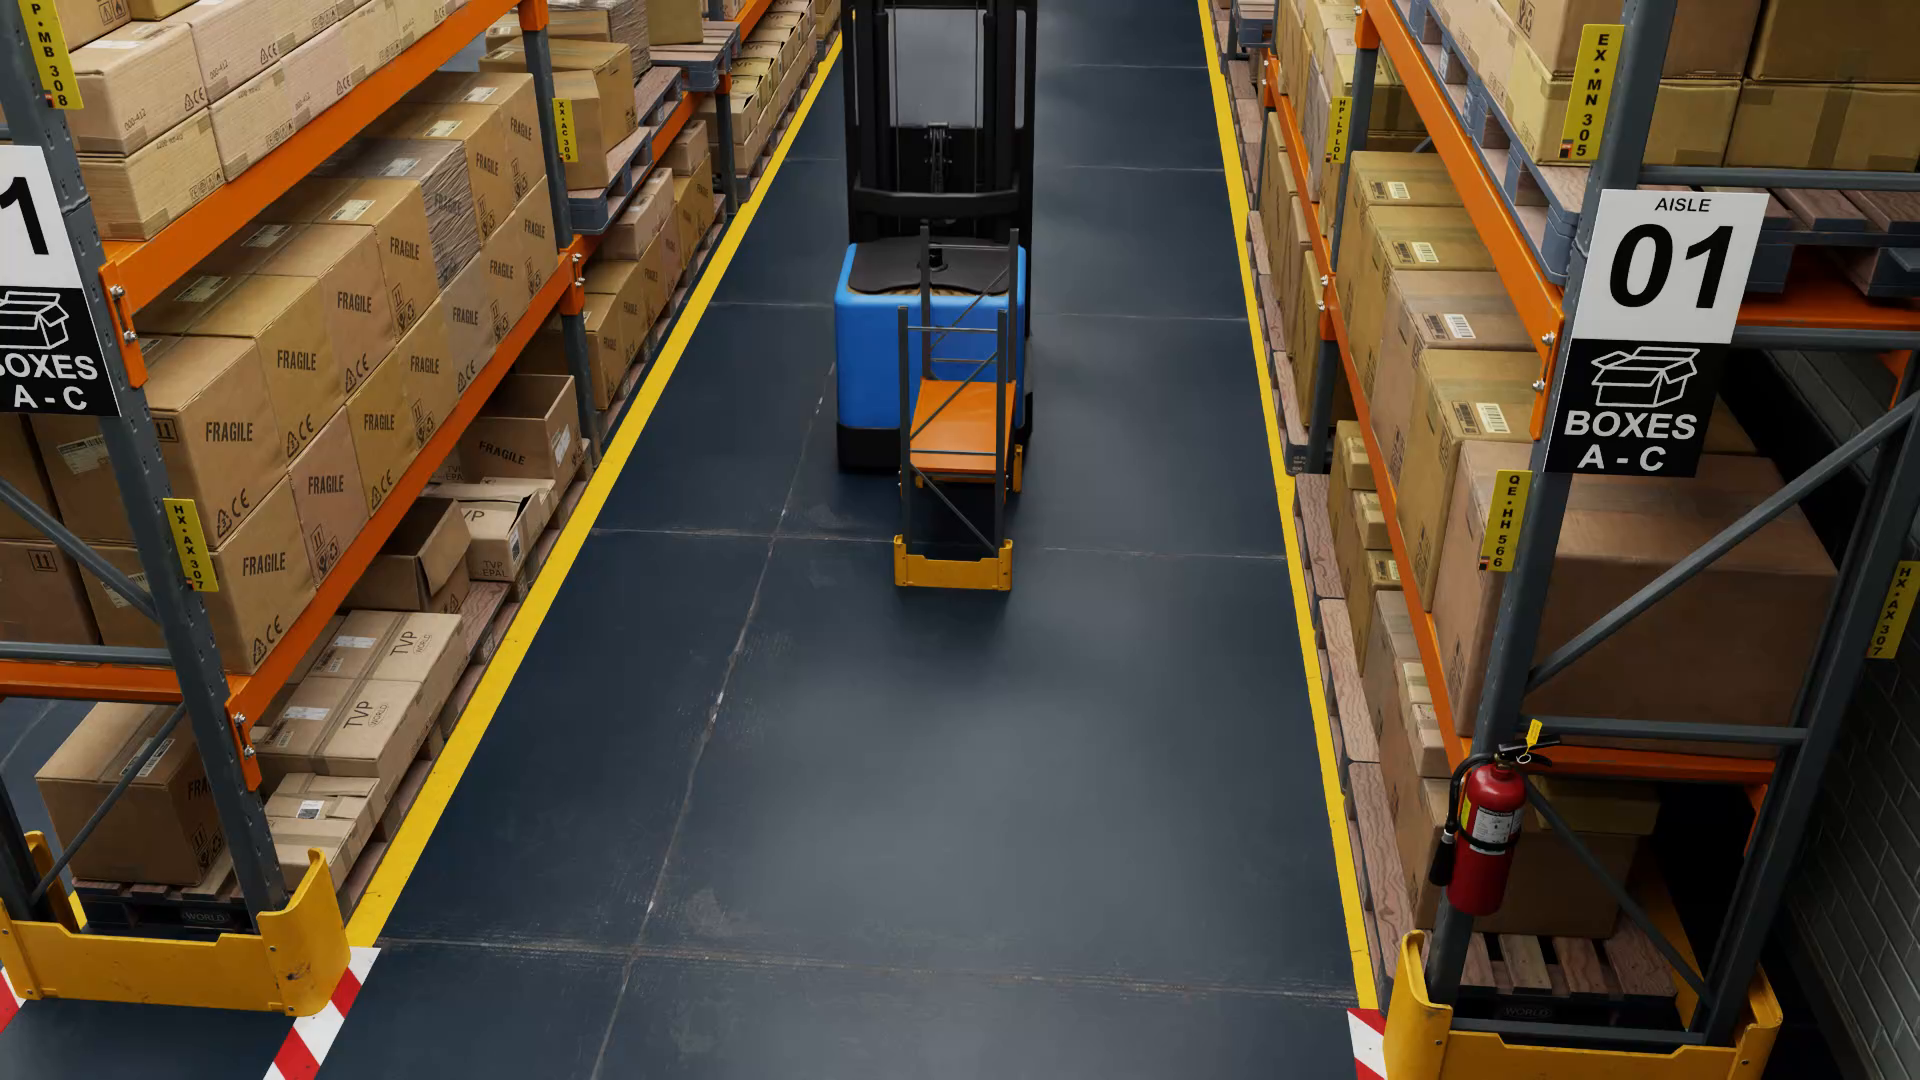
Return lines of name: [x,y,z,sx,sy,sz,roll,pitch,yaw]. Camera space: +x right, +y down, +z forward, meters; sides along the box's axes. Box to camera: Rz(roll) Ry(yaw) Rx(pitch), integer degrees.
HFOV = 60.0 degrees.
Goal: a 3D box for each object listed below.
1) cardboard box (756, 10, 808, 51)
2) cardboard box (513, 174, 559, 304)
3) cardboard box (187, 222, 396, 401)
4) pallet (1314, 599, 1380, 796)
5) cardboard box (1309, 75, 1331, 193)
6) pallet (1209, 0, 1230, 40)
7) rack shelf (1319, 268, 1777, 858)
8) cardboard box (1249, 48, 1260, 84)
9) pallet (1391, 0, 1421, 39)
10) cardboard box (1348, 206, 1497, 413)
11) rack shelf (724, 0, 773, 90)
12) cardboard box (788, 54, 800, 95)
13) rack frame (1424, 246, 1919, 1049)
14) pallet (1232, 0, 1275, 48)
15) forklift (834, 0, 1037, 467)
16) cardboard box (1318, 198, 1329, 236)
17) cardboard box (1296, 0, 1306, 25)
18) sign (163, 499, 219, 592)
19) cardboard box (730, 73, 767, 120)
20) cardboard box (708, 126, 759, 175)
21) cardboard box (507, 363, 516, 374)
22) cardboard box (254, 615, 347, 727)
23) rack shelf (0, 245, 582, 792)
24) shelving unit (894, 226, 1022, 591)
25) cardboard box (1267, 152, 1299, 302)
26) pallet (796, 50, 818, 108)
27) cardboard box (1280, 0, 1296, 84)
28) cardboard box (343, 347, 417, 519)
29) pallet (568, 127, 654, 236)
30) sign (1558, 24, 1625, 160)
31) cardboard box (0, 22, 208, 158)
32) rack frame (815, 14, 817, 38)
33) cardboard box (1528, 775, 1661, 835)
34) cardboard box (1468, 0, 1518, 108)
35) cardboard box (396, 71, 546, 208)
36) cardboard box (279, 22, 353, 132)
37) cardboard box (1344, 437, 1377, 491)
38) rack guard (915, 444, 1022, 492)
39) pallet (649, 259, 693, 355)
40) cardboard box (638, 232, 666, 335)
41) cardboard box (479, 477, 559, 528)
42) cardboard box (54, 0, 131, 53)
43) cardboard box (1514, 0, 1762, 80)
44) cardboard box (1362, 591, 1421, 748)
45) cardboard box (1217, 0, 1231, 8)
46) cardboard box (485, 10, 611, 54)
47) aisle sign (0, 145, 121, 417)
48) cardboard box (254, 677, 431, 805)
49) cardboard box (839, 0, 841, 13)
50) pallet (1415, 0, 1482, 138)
cardboard box: [-1.679,-4.662,15.142,0.500,0.311,0.500,3,32,5]
cardboard box: [-2.332,-1.499,8.227,0.500,0.500,0.500,3,32,5]
cardboard box: [-2.493,-0.861,6.239,0.500,0.500,0.500,3,32,5]
pallet: [2.154,0.702,7.409,1.003,0.211,1.213,2,32,4]
cardboard box: [2.209,-2.216,9.088,0.500,0.500,0.500,3,32,4]
pallet: [3.158,-5.507,17.485,1.003,0.211,1.213,2,32,4]
rack shelf: [2.228,-0.167,6.847,1.077,0.370,4.000,2,32,4]
cardboard box: [2.999,-4.439,15.058,0.700,0.500,0.500,3,32,6]
pallet: [2.314,-2.331,6.898,1.003,0.211,1.213,2,32,4]
cardboard box: [2.265,-0.982,7.198,0.980,0.700,0.700,2,32,3]
rack shelf: [-2.058,-4.559,13.975,1.077,0.370,4.000,2,32,4]
cardboard box: [-1.724,-4.159,14.859,0.500,0.250,0.500,3,32,5]
rack frame: [2.065,0.573,4.961,1.000,3.000,0.127,2,32,4]
pallet: [2.668,-3.906,12.412,1.213,0.211,1.003,2,32,4]
forklift: [-0.104,-2.384,9.825,1.130,2.935,3.031,1,32,2]
cardboard box: [2.133,-1.742,8.938,0.380,0.149,0.250,3,32,5]
cardboard box: [2.343,-3.338,10.195,0.500,0.250,0.500,3,32,4]
sign: [-2.332,0.018,5.037,0.100,0.325,0.005,2,32,4]
cardboard box: [-1.851,-3.603,13.424,0.500,0.311,0.500,2,32,3]
cardboard box: [-1.886,-3.089,13.125,0.500,0.250,0.500,2,32,4]
cardboard box: [-2.792,-1.122,9.674,0.500,0.500,0.500,2,32,4]
cardboard box: [-2.966,0.556,7.190,0.500,0.250,0.500,2,32,4]
rack shelf: [-2.710,-0.376,7.187,1.077,0.370,4.000,2,32,4]
shelving unit: [0.006,-0.678,8.421,0.587,1.500,1.083,2,32,4]
cardboard box: [2.448,-2.037,10.845,0.750,0.750,0.750,2,32,4]
pallet: [-1.917,-4.338,15.587,1.003,0.211,1.213,2,32,4]
cardboard box: [2.370,-3.271,10.802,0.500,0.500,0.500,3,32,6]
cardboard box: [-2.493,-0.432,6.497,0.500,0.500,0.500,2,32,4]
pallet: [-2.373,-2.060,9.416,1.003,0.211,1.213,2,32,4]
sign: [1.525,-1.078,4.012,0.100,0.325,0.005,2,32,4]
cardboard box: [-2.571,-1.320,4.841,0.500,0.250,0.500,2,32,4]
rack frame: [-1.895,-5.912,15.483,1.000,3.000,0.127,2,32,4]
cardboard box: [2.212,0.886,5.818,0.380,0.149,0.250,3,32,4]
cardboard box: [1.901,-1.528,5.159,0.500,0.250,0.500,1,32,2]
cardboard box: [-2.330,-1.921,7.960,0.500,0.500,0.500,3,32,4]
cardboard box: [-2.485,-1.630,5.820,0.500,0.250,0.500,2,32,4]
cardboard box: [2.018,-0.352,7.825,0.380,0.149,0.250,3,32,6]
rack guard: [0.047,-0.407,9.172,0.587,0.250,0.087,2,32,4]
pallet: [-2.422,-1.608,11.158,1.003,0.211,1.213,2,32,4]
cardboard box: [-2.184,-1.634,10.506,0.500,0.500,0.500,3,32,5]
cardboard box: [-2.281,-0.193,8.503,0.380,0.149,0.250,2,32,4]
cardboard box: [-2.847,-1.651,4.663,0.700,0.500,0.500,2,32,4]
cardboard box: [1.853,-1.575,4.520,0.500,0.500,0.500,2,32,4]
cardboard box: [2.103,0.563,6.959,0.700,0.500,0.500,1,32,2]
cardboard box: [3.066,-5.879,17.394,0.700,0.500,0.500,1,32,1]
cardboard box: [-2.464,-2.876,10.062,0.700,0.500,0.500,-5,32,-9]
aisle sign: [-2.585,-0.695,4.541,0.394,0.787,0.004,2,32,4]
cardboard box: [-2.505,0.813,6.773,0.500,0.250,0.500,2,32,4]
cardboard box: [-1.464,-5.672,17.315,0.500,0.250,0.500,2,32,4]
pallet: [2.212,-1.694,5.866,1.003,0.211,1.213,2,32,4]
